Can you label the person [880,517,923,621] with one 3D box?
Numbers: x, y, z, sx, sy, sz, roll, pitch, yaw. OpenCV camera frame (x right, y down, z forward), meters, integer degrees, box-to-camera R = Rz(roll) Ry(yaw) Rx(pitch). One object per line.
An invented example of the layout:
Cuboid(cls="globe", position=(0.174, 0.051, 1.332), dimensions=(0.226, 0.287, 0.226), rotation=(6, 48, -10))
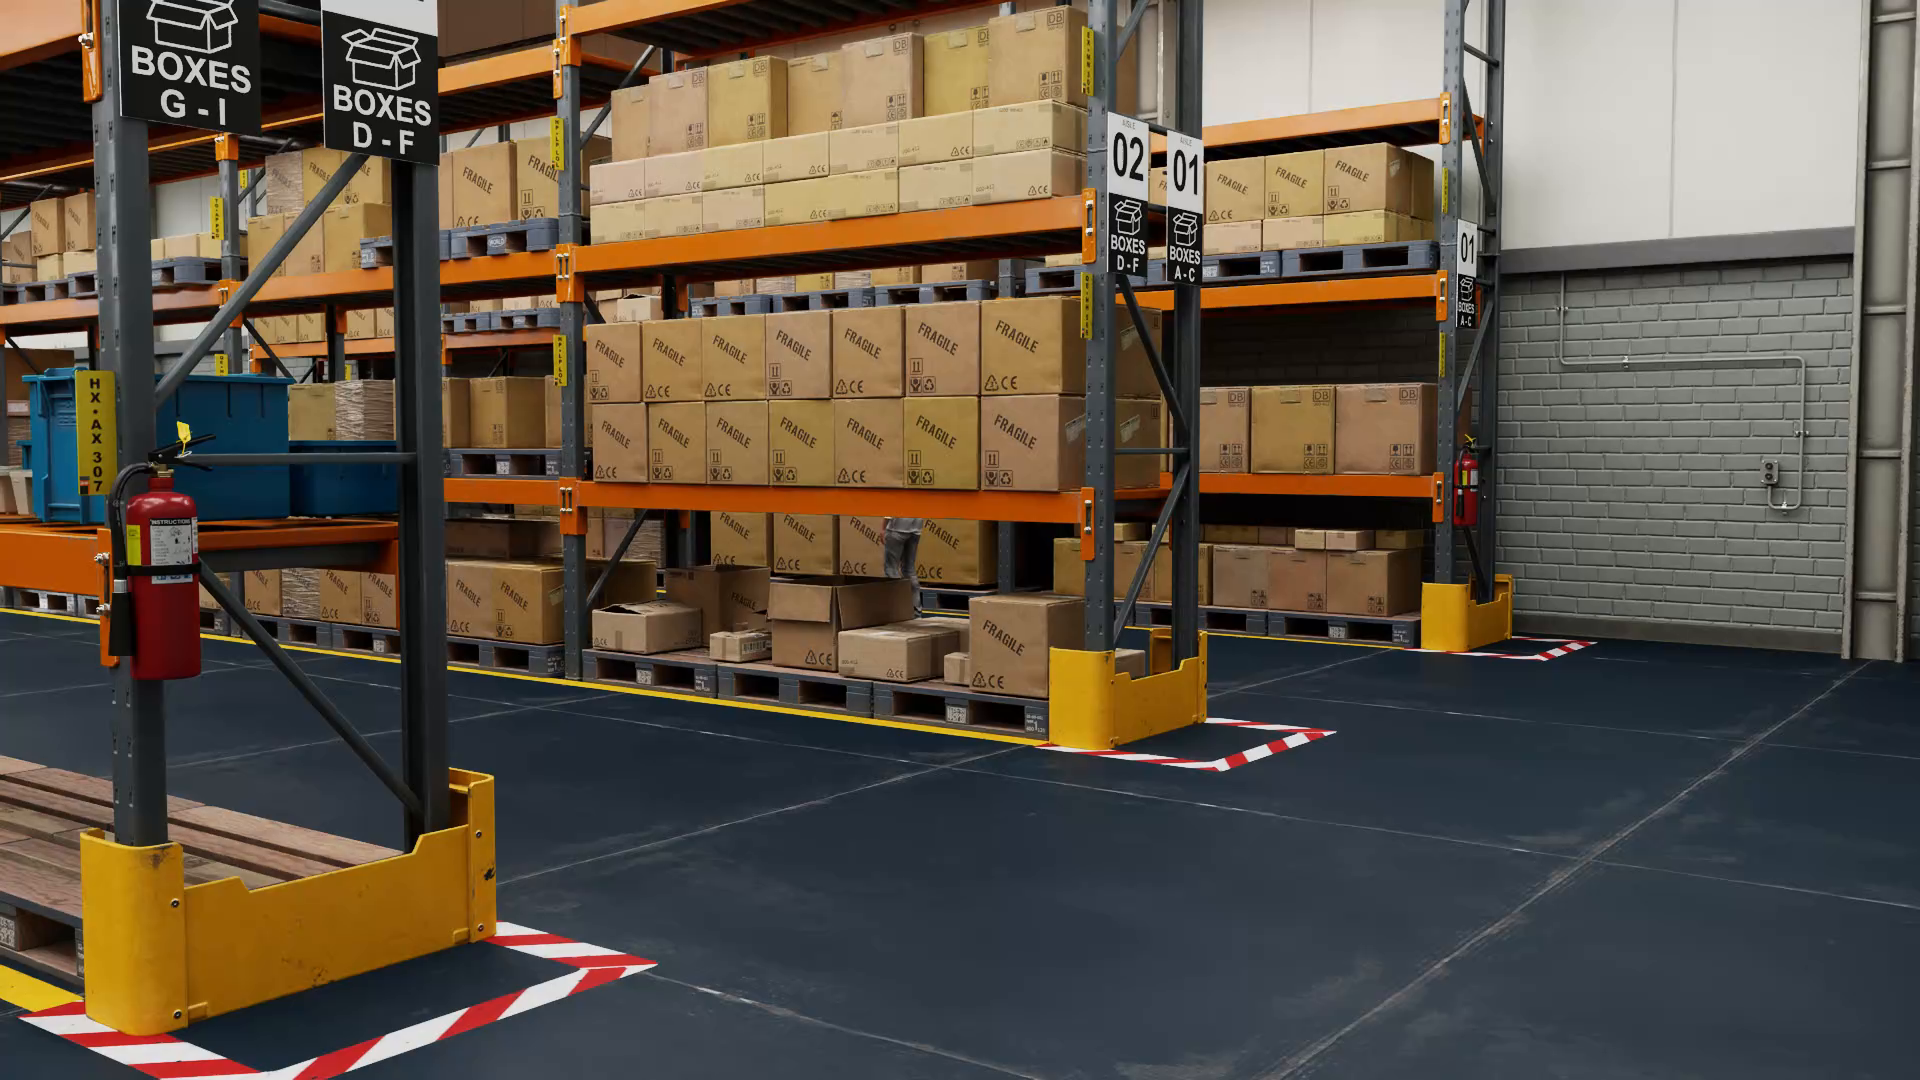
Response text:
Cuboid(cls="person", position=(-0.509, -0.078, 14.205), dimensions=(0.364, 1.593, 0.462), rotation=(3, 4, 37))
